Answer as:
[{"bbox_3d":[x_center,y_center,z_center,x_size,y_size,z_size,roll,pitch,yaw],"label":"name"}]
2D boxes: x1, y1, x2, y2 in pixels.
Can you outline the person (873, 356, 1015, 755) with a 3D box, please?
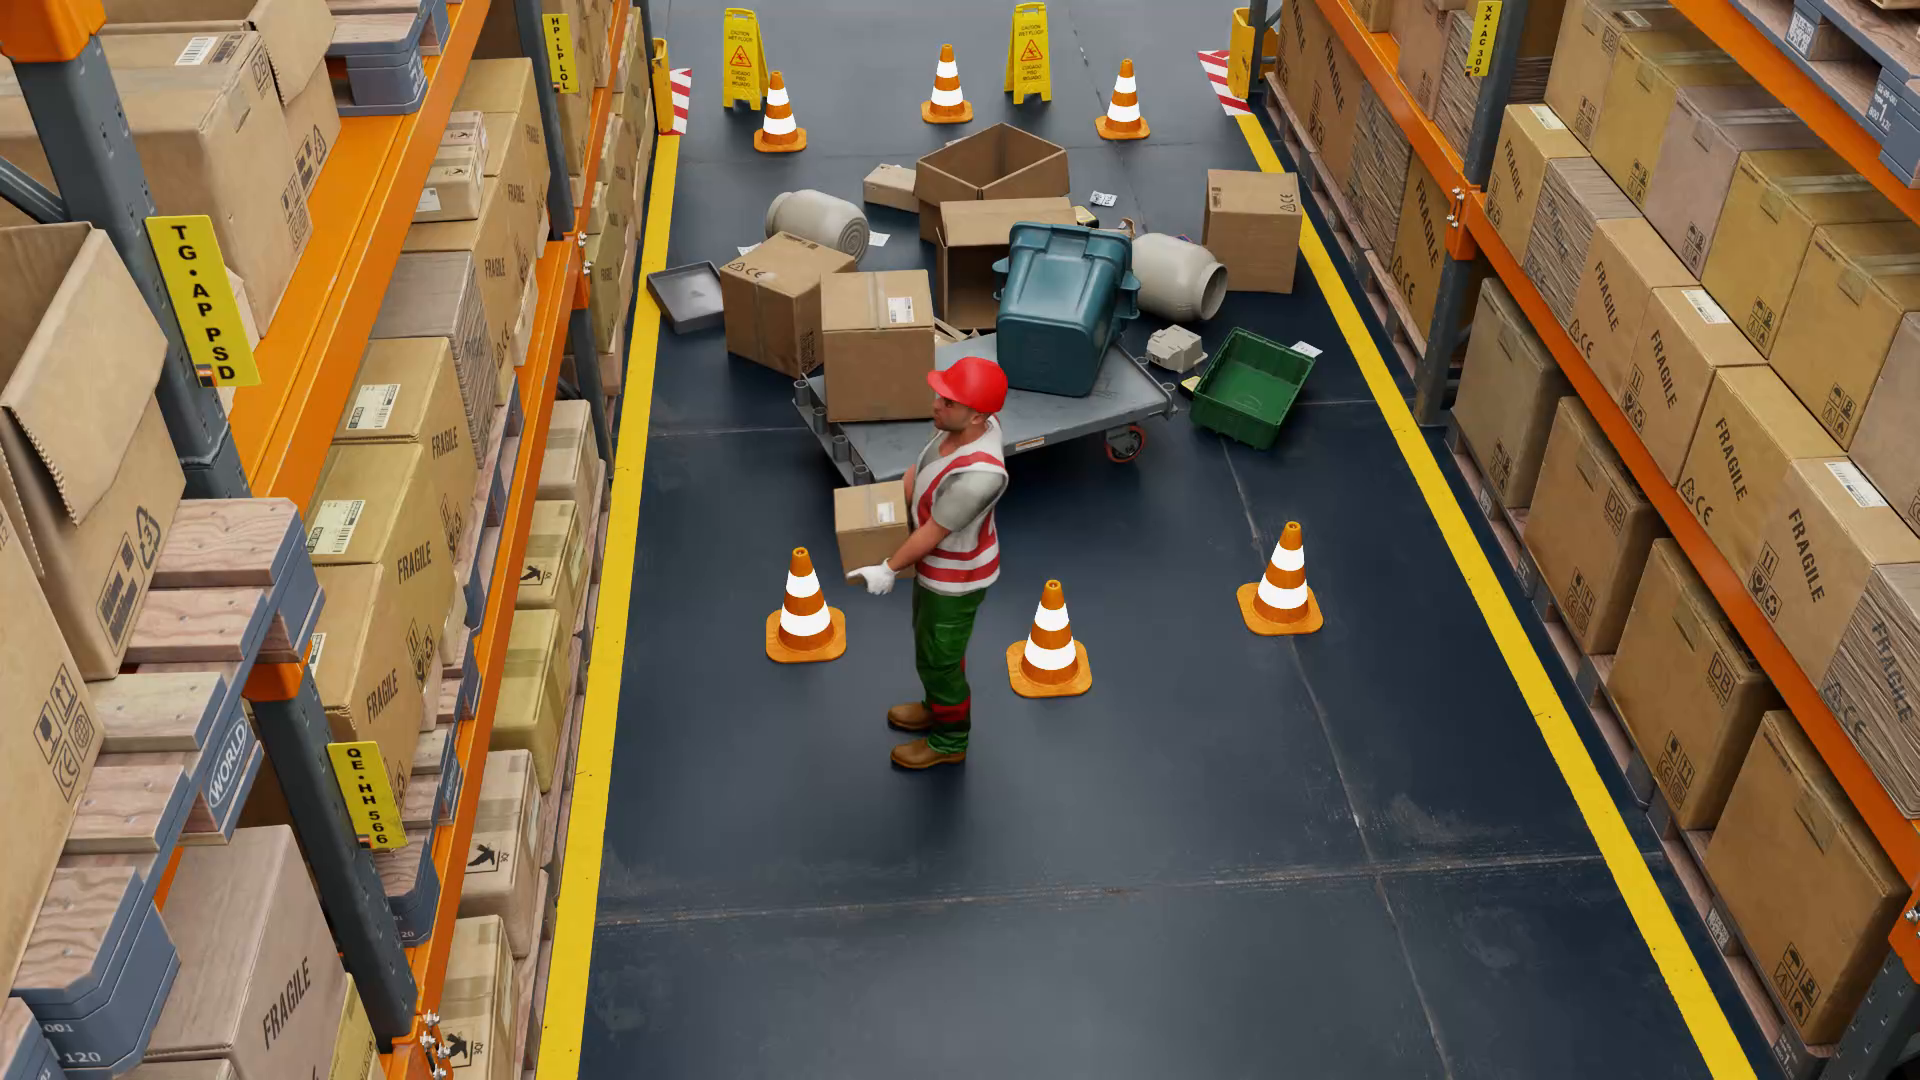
[{"bbox_3d":[-0.092,0.080,6.020,0.564,1.787,0.637,-3,39,-4],"label":"person"}]
